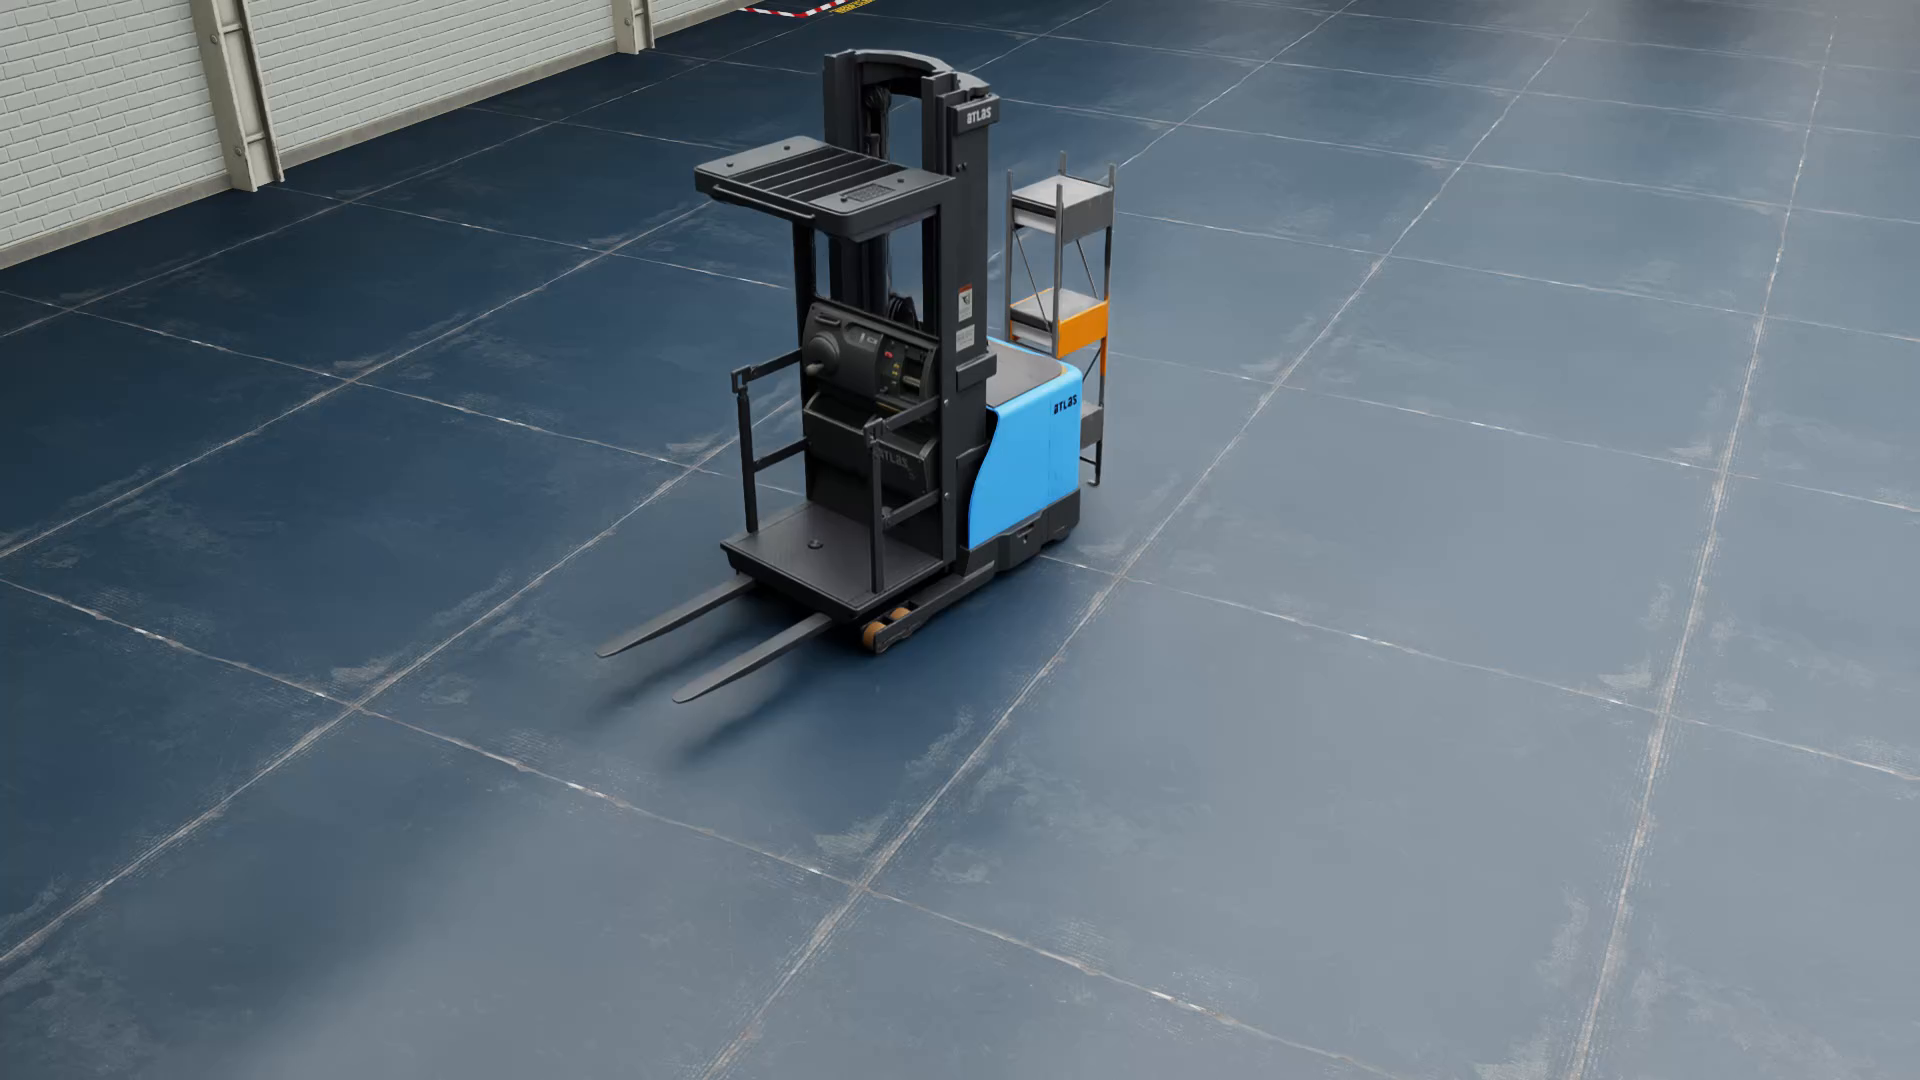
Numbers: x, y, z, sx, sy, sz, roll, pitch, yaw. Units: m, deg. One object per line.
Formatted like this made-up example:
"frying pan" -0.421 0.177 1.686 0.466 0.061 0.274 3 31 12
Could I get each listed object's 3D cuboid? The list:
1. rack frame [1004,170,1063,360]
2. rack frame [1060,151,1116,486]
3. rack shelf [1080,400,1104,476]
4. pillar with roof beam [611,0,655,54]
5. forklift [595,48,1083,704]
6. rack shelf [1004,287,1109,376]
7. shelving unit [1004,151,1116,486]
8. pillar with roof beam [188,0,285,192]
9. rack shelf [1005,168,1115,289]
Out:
"rack frame" 0.421 -1.140 9.918 0.400 2.100 0.015 24 38 35
"rack frame" 0.746 -1.322 10.234 0.400 2.100 0.015 24 38 35
"rack shelf" 0.583 -0.612 10.431 0.431 0.518 0.480 24 38 35
"pillar with roof beam" -0.197 -9.015 16.703 9.100 9.000 0.400 14 33 23
"forklift" -0.630 -0.947 8.746 1.130 2.935 3.031 24 38 35
"rack shelf" 0.583 -1.219 10.082 0.431 0.518 0.480 24 38 35
"shelving unit" 0.583 -1.231 10.076 0.431 2.100 0.503 24 38 35
"pillar with roof beam" -2.930 -6.355 12.071 9.100 9.000 0.400 14 33 23
"rack shelf" 0.583 -1.826 9.734 0.431 0.518 0.480 24 38 35
